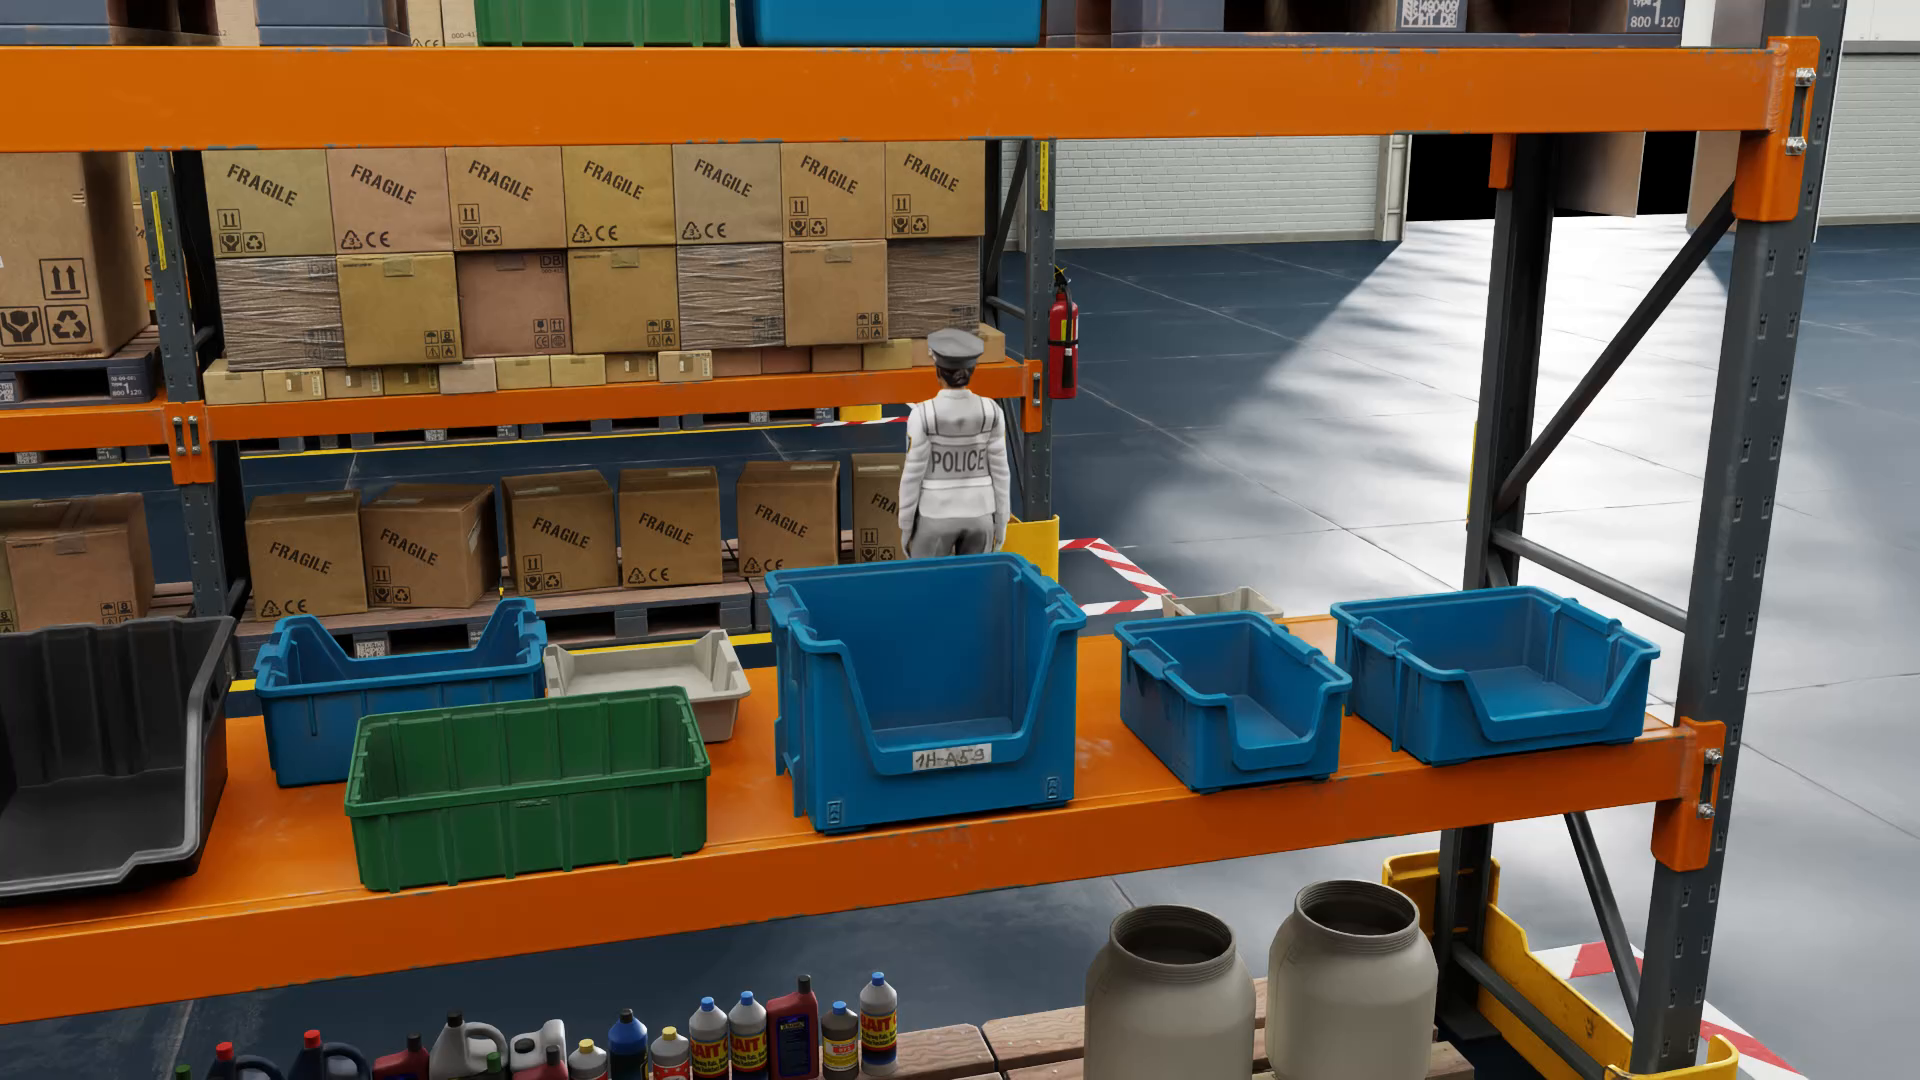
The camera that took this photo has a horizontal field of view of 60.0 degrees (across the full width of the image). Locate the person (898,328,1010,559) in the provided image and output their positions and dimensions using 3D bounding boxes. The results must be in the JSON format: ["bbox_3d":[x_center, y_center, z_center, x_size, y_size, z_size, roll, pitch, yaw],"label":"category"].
[{"bbox_3d":[-0.030,-0.076,7.246,0.500,1.684,0.345,-5,17,-16],"label":"person"}]
